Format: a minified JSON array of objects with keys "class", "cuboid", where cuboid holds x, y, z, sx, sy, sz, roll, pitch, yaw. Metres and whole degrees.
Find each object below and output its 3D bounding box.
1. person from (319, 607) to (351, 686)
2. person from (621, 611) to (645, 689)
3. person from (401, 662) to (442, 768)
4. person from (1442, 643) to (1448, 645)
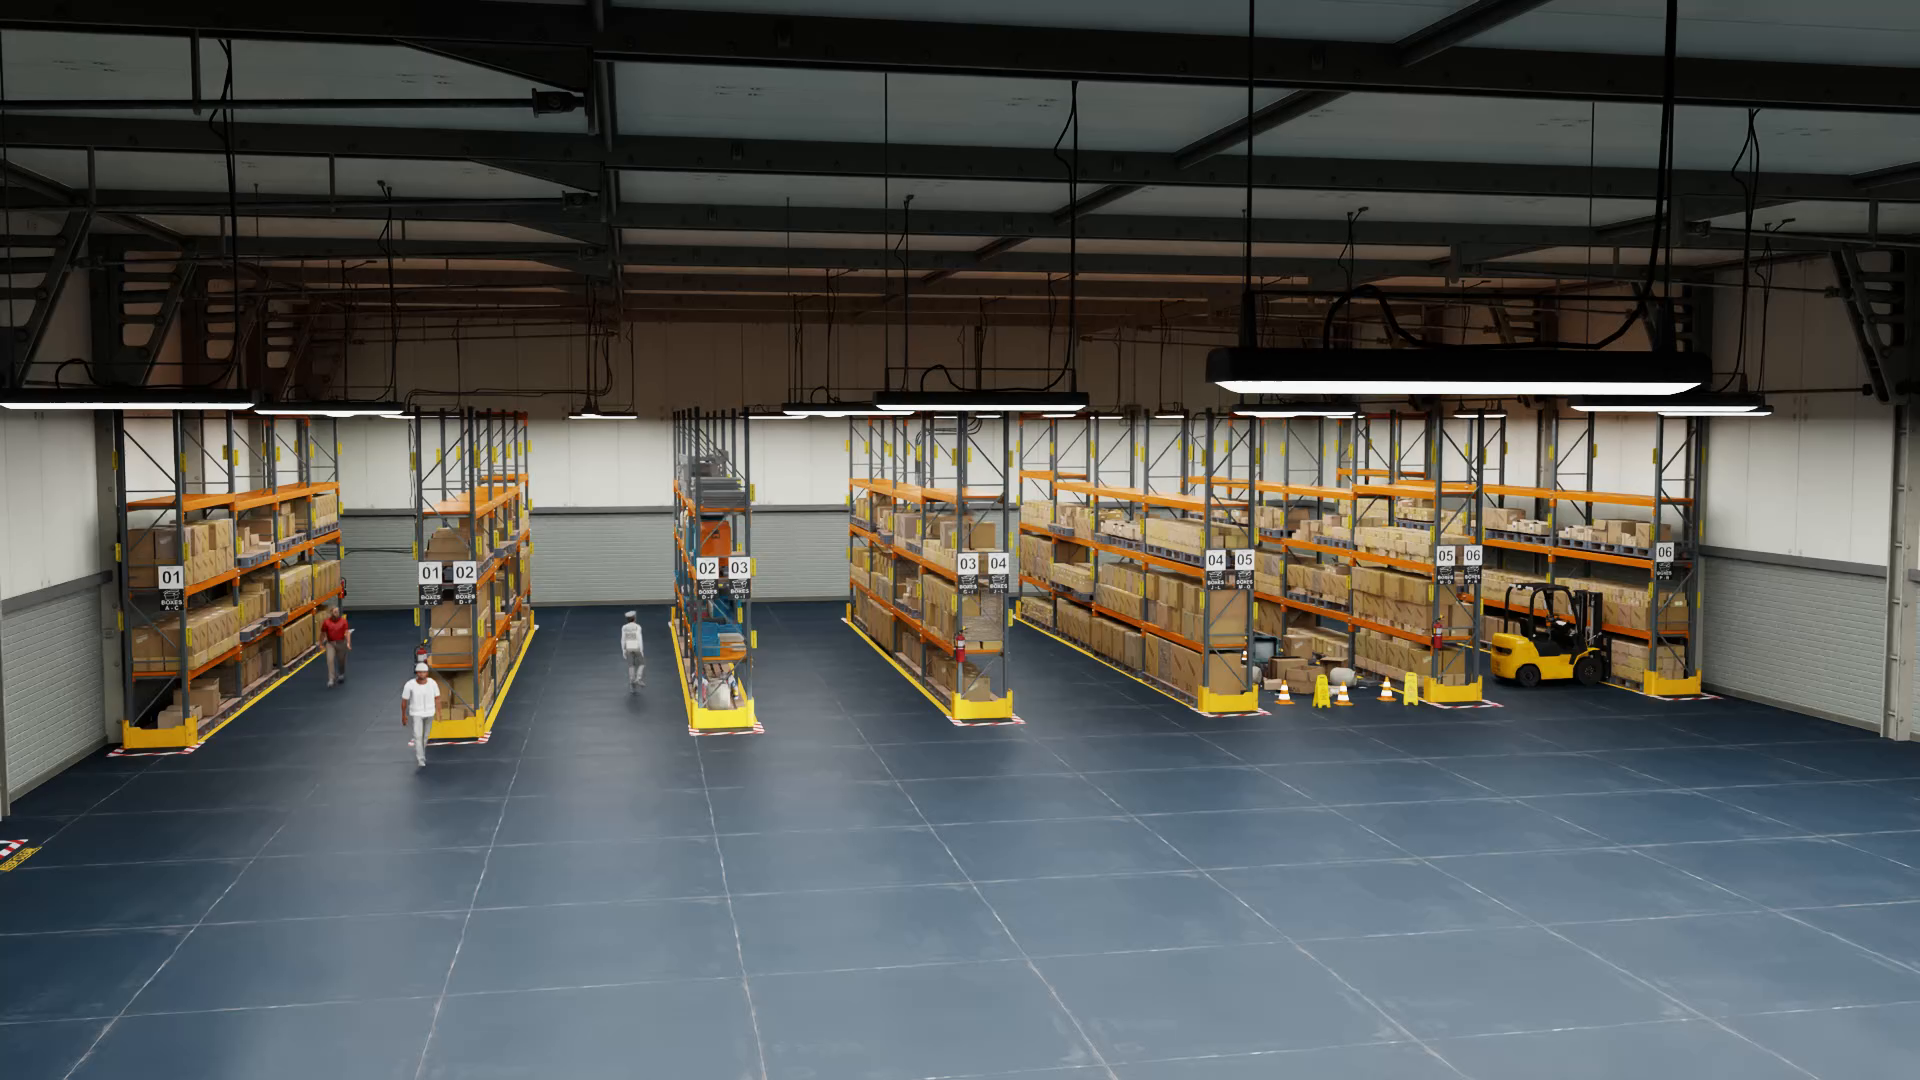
[{"class":"person","cuboid":[-13.629,2.287,36.251,0.658,1.658,1.088,-2,4,-21]},{"class":"person","cuboid":[-6.970,2.353,35.469,0.532,1.661,0.512,0,4,-1]},{"class":"person","cuboid":[-8.868,2.882,27.508,0.591,1.703,1.066,-3,5,-38]},{"class":"person","cuboid":[11.093,2.226,38.230,0.555,1.574,0.660,-2,5,-26]}]
